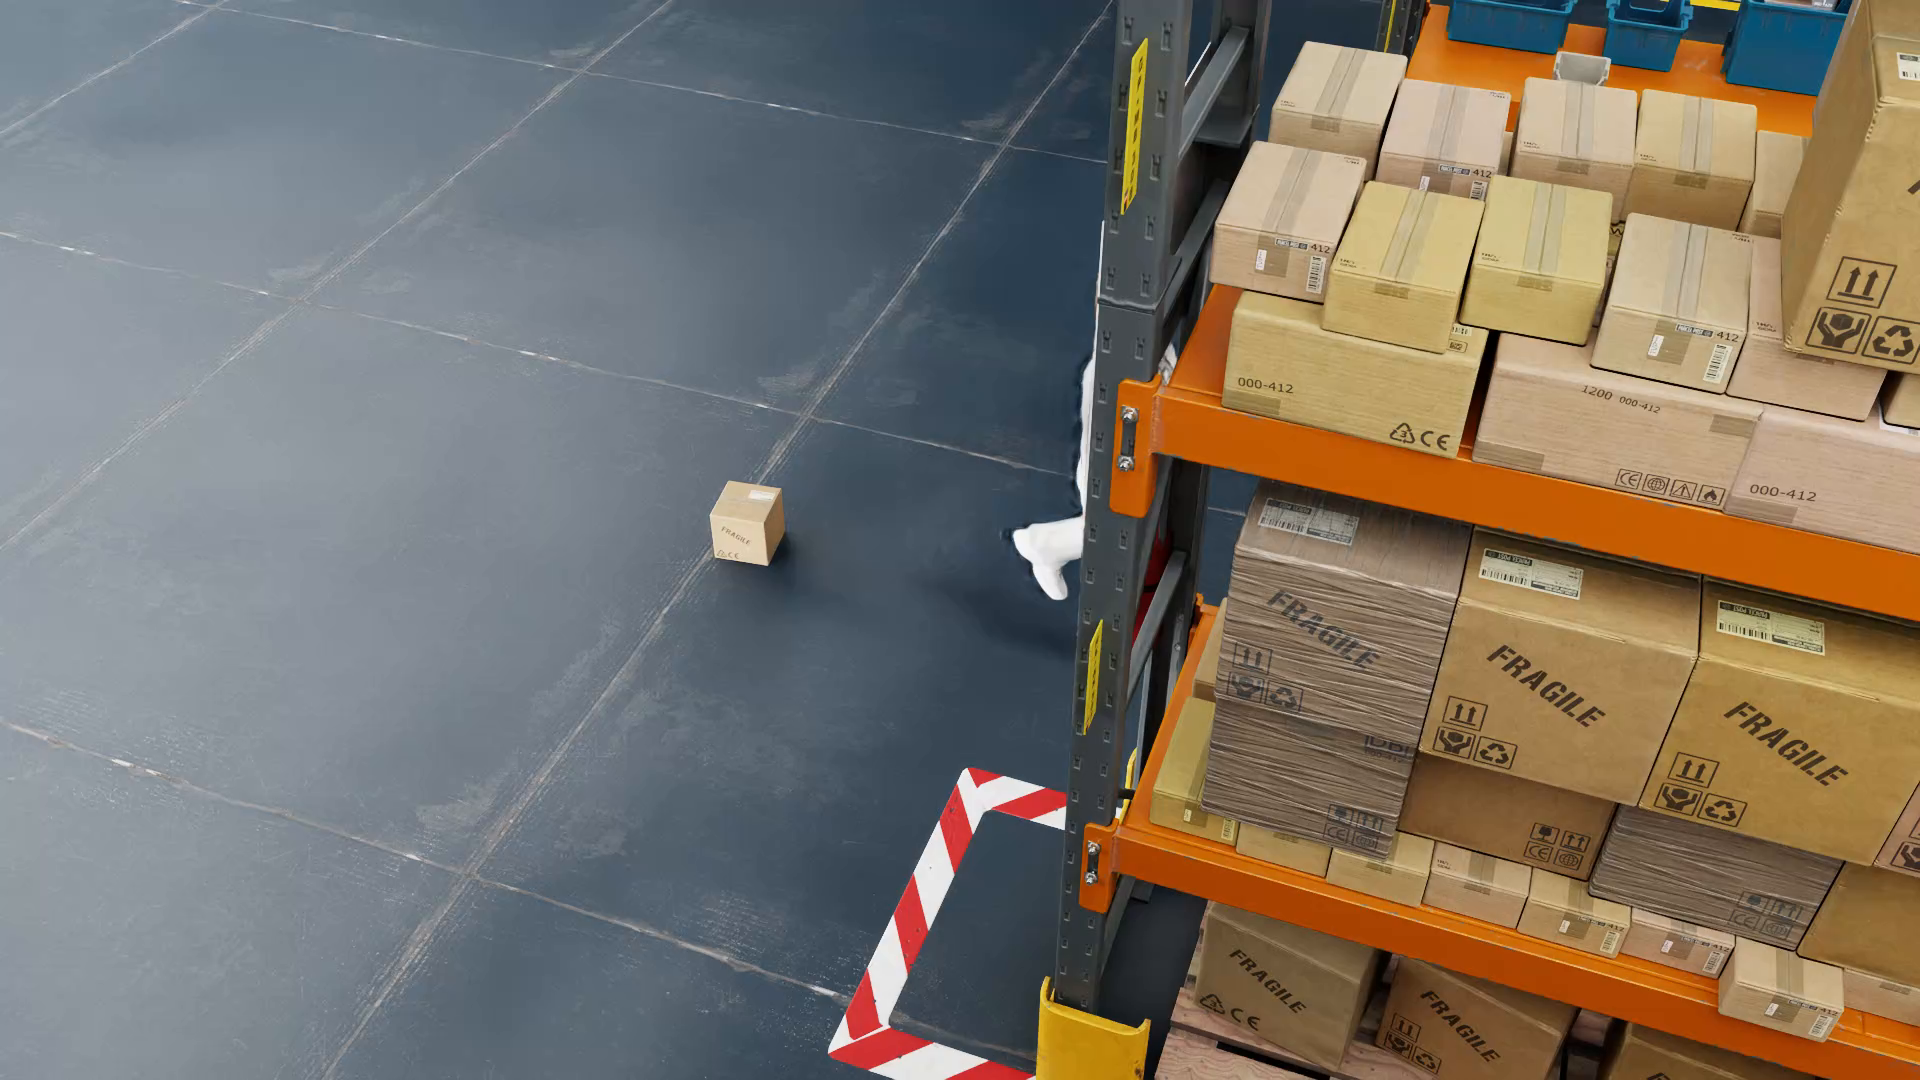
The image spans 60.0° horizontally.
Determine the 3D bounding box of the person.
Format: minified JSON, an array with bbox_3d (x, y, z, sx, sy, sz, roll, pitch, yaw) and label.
[{"bbox_3d":[0.577,-0.299,6.485,0.812,1.756,0.594,16,43,18],"label":"person"}]
